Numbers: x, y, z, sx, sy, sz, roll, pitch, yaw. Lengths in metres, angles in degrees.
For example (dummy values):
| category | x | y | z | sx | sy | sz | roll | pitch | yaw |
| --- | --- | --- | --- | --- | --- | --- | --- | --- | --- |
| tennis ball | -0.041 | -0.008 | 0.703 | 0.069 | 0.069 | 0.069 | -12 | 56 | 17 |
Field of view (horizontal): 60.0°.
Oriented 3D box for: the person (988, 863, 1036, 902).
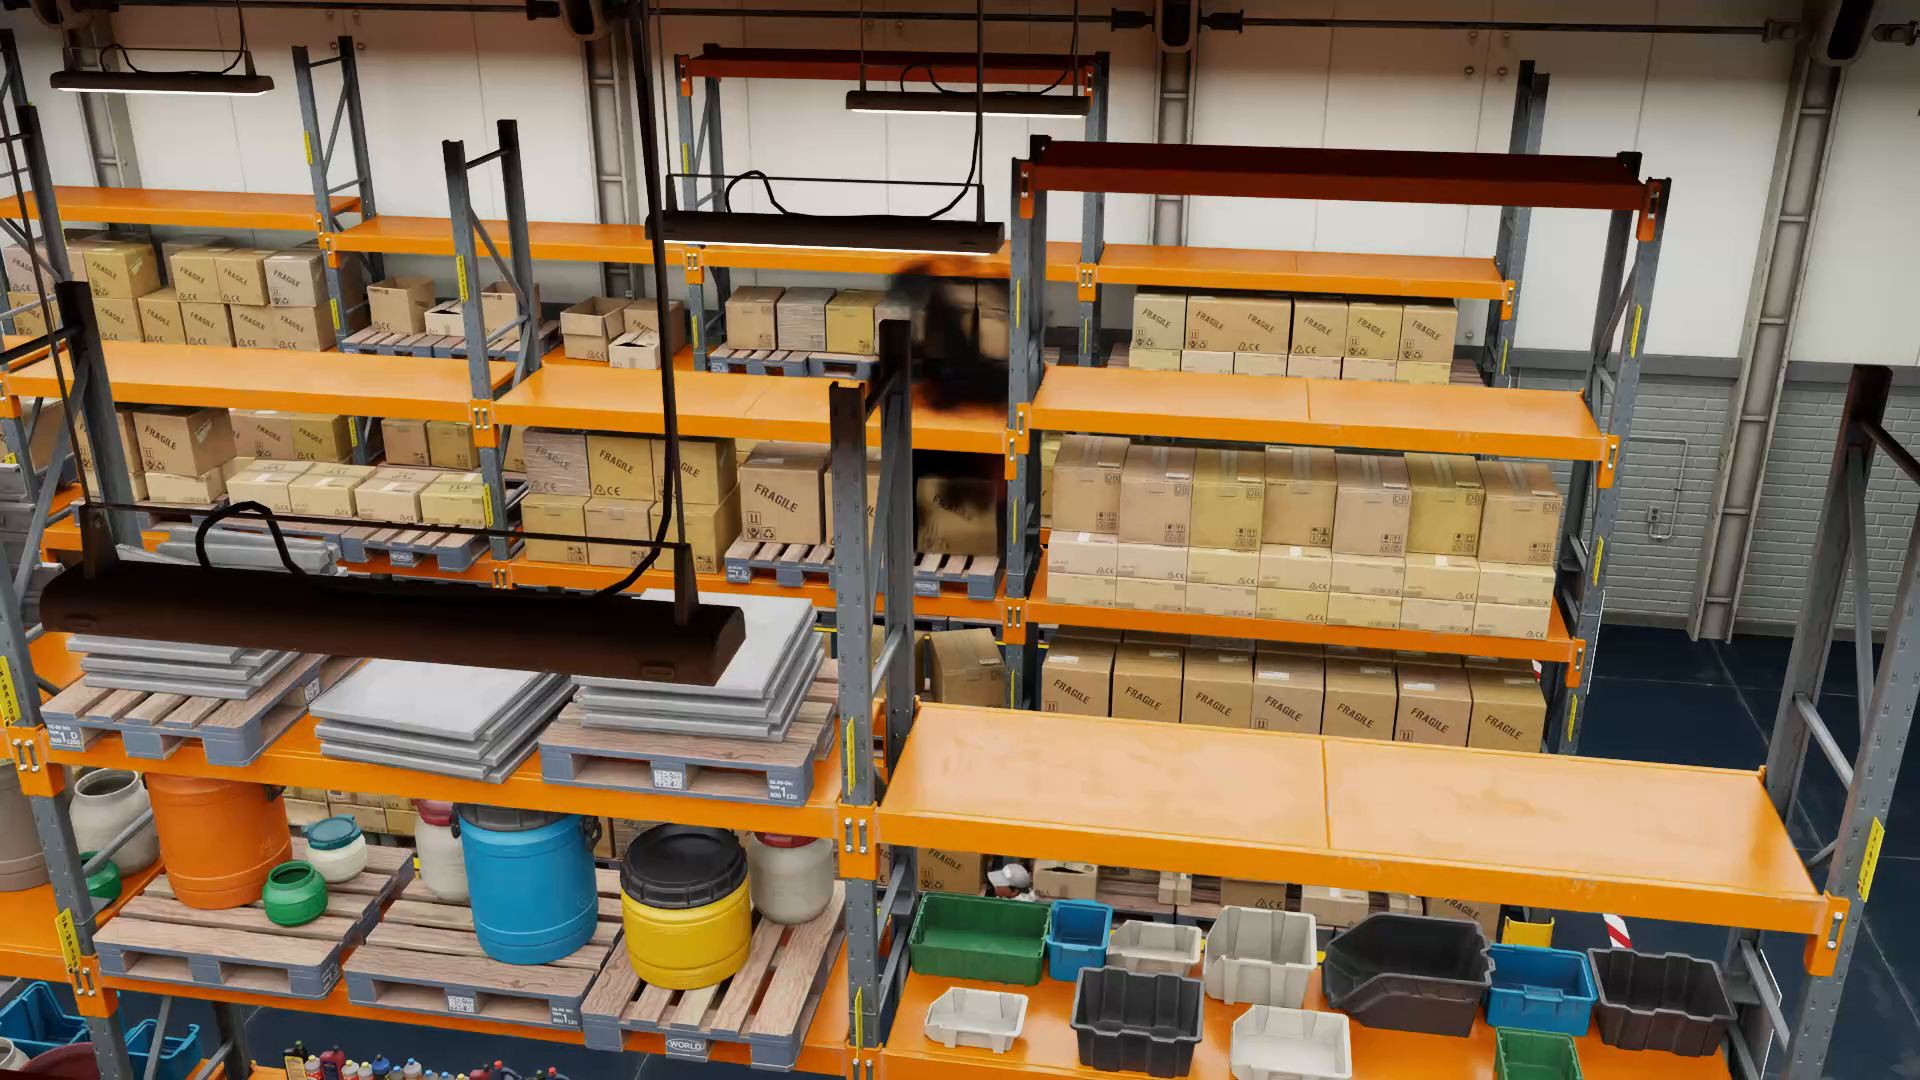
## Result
| category | x | y | z | sx | sy | sz | roll | pitch | yaw |
| --- | --- | --- | --- | --- | --- | --- | --- | --- | --- |
| person | 0.299 | 2.910 | 11.447 | 0.498 | 1.631 | 0.615 | -1 | 23 | -2 |
